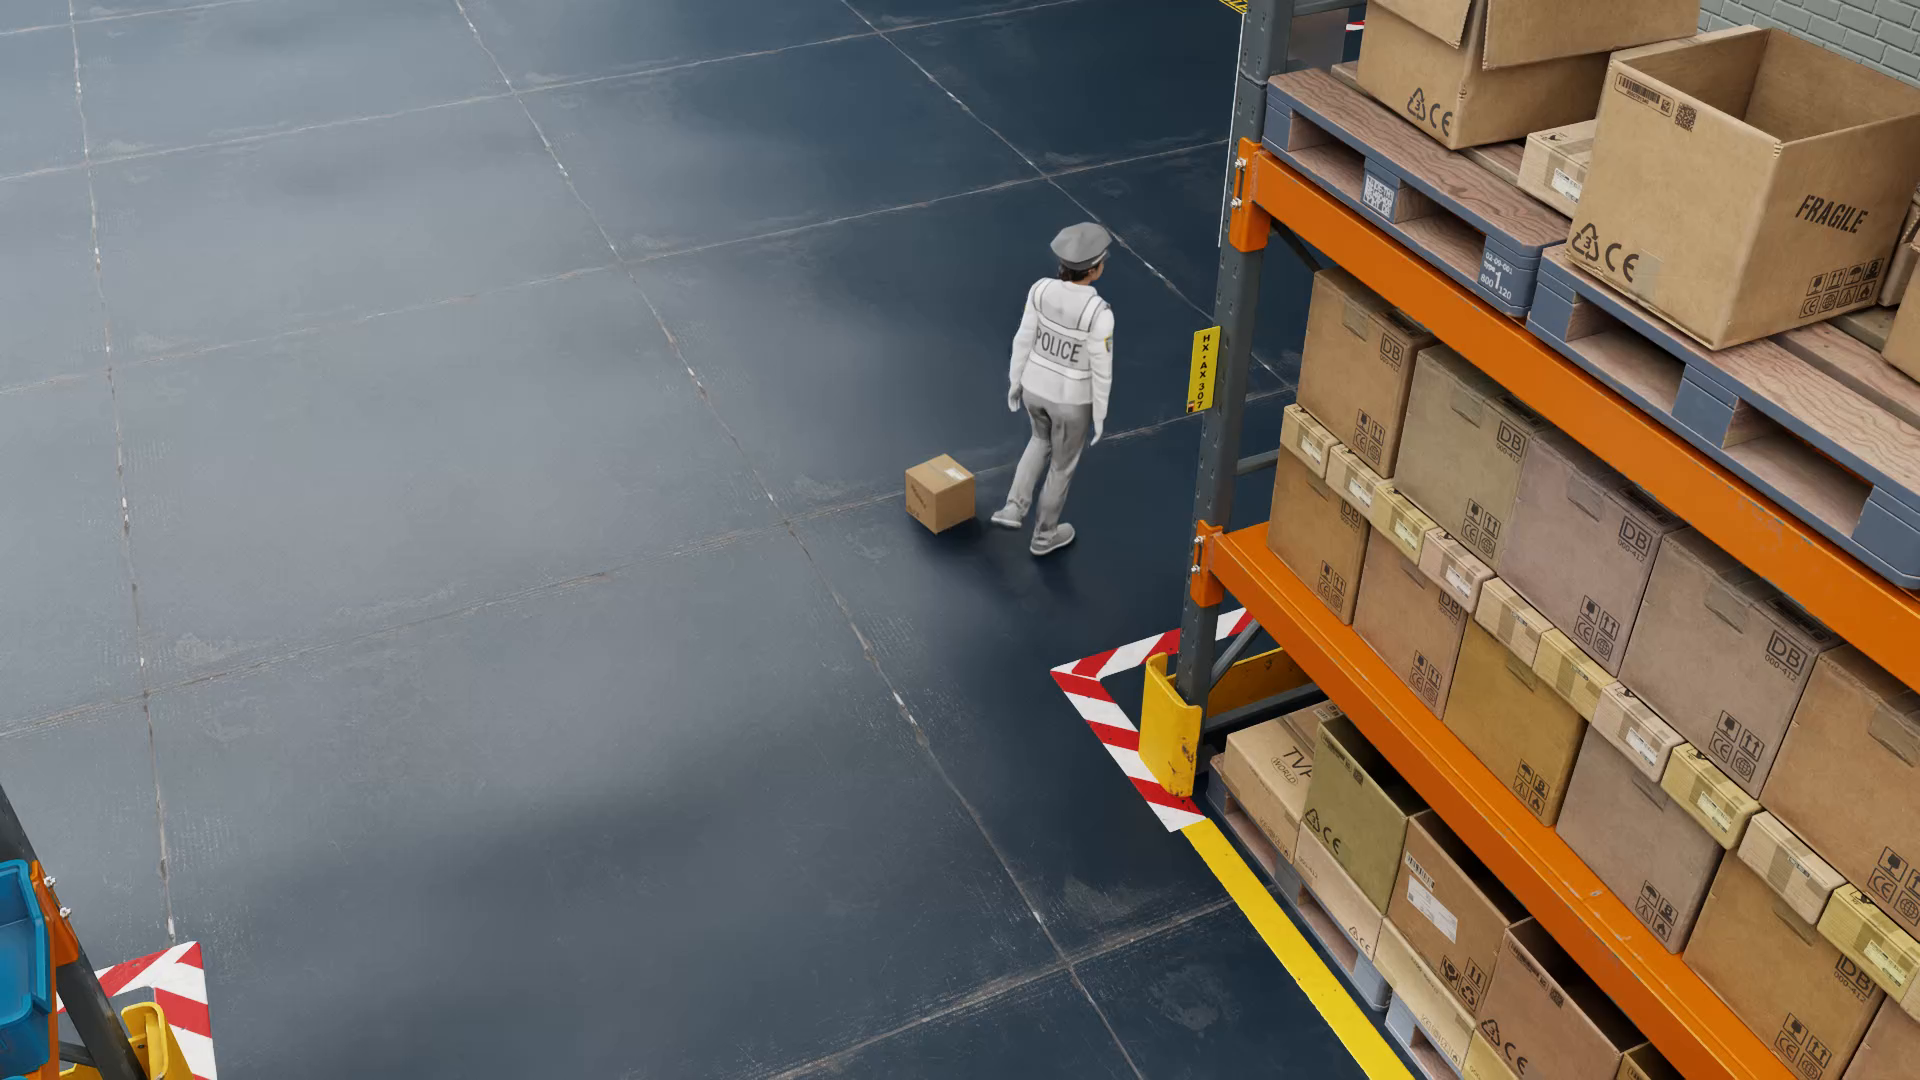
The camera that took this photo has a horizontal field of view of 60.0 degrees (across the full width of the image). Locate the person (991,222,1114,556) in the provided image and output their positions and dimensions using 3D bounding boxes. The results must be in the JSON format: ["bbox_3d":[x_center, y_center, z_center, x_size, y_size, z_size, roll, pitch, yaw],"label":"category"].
[{"bbox_3d":[0.439,-0.640,7.663,0.532,1.672,0.479,26,44,30],"label":"person"}]
